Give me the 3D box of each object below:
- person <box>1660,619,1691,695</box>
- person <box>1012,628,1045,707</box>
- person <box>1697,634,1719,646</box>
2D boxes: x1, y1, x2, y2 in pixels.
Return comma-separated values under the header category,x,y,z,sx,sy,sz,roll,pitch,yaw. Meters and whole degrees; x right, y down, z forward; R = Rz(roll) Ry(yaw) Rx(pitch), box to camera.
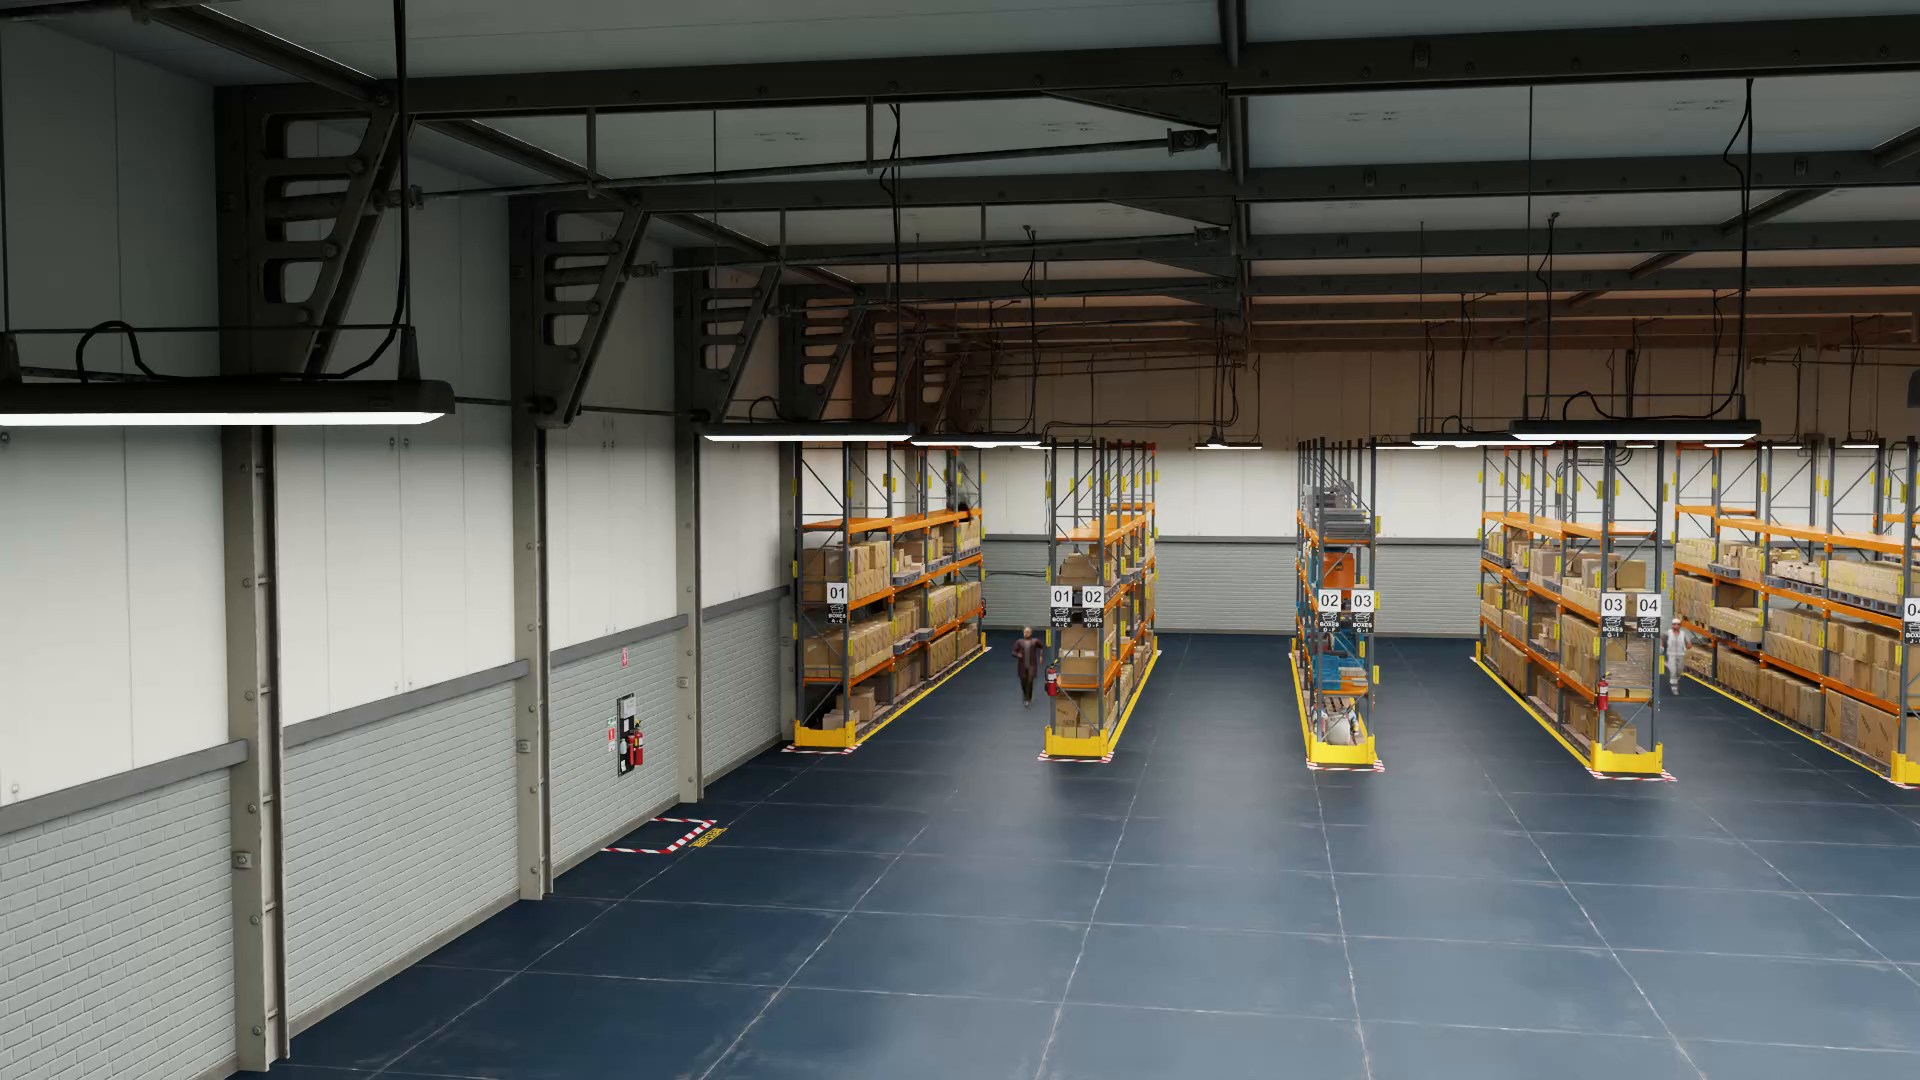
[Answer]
category,x,y,z,sx,sy,sz,roll,pitch,yaw
person,16.882,2.737,39.239,0.678,1.768,0.967,1,3,14
person,1.513,2.830,37.313,0.727,1.719,1.179,1,3,10
person,20.559,2.505,45.625,0.754,1.728,0.574,1,3,15
